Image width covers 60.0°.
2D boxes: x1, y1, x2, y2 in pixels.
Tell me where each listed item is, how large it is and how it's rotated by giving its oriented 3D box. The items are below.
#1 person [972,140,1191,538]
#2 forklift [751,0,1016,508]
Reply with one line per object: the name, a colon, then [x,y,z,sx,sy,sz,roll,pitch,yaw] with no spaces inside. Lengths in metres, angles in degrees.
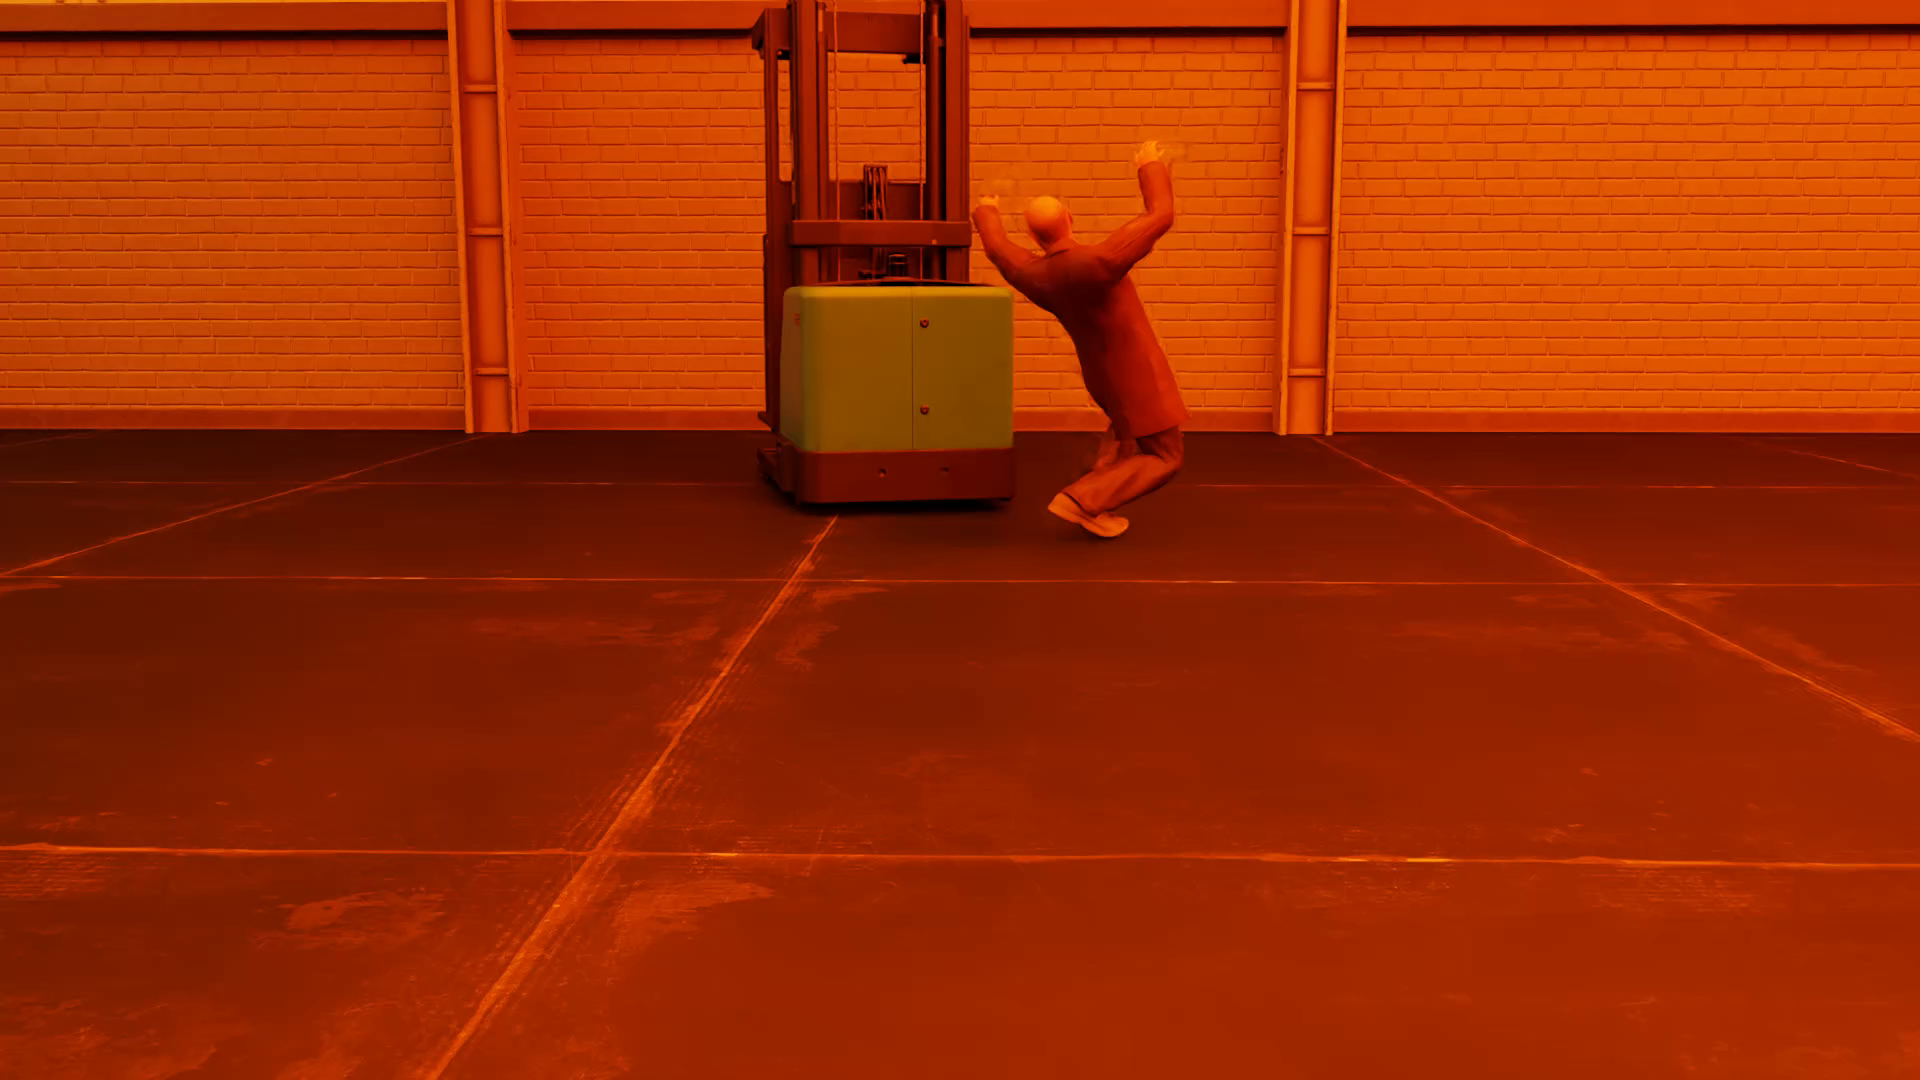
person: [0.550,-0.875,7.364,0.831,1.723,1.148,-6,10,-33]
forklift: [-0.543,-1.787,9.124,1.130,2.935,3.031,-2,9,-12]
